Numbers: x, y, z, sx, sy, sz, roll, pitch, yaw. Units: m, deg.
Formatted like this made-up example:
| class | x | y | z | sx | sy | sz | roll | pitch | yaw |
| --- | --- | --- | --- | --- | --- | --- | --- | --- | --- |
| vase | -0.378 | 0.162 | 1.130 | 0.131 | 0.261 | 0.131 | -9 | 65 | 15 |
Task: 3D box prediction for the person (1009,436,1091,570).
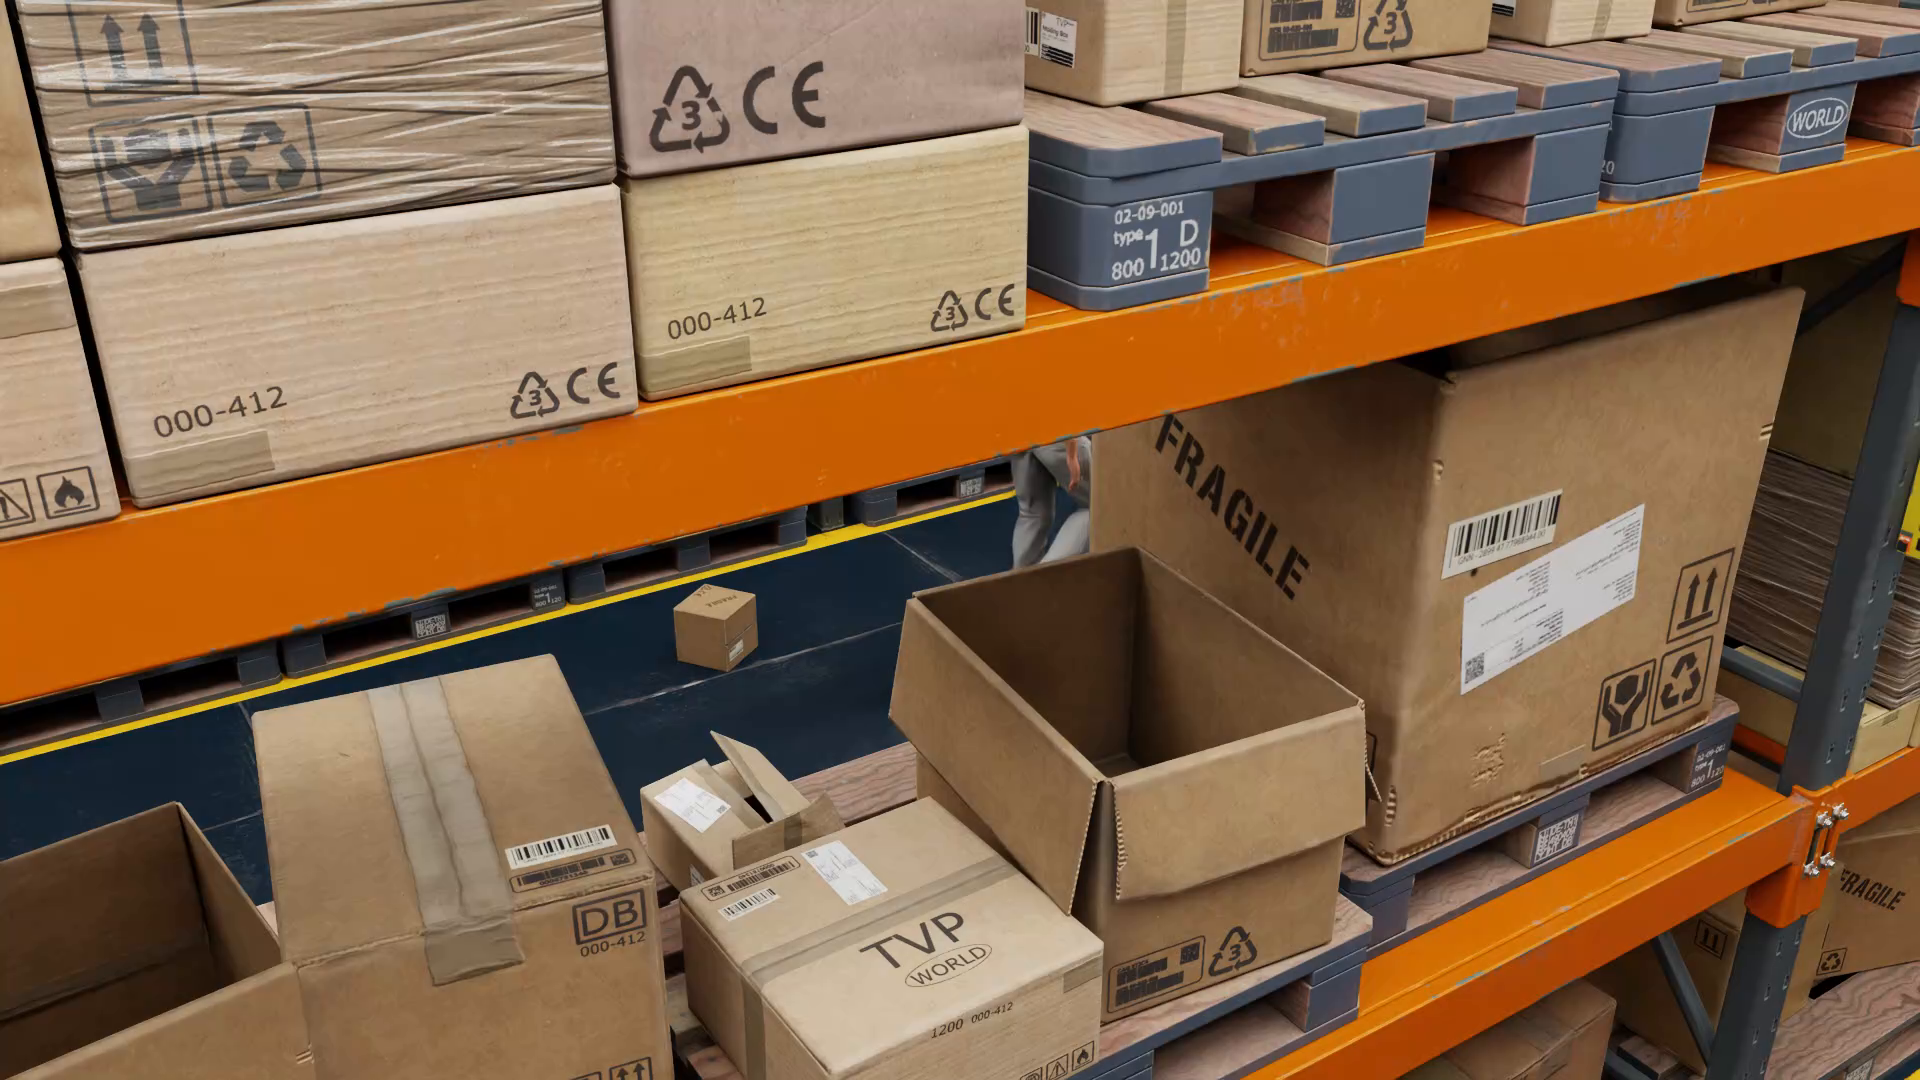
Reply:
| class | x | y | z | sx | sy | sz | roll | pitch | yaw |
| --- | --- | --- | --- | --- | --- | --- | --- | --- | --- |
| person | 0.392 | -0.413 | 6.934 | 0.437 | 1.672 | 0.477 | -21 | 32 | -37 |
